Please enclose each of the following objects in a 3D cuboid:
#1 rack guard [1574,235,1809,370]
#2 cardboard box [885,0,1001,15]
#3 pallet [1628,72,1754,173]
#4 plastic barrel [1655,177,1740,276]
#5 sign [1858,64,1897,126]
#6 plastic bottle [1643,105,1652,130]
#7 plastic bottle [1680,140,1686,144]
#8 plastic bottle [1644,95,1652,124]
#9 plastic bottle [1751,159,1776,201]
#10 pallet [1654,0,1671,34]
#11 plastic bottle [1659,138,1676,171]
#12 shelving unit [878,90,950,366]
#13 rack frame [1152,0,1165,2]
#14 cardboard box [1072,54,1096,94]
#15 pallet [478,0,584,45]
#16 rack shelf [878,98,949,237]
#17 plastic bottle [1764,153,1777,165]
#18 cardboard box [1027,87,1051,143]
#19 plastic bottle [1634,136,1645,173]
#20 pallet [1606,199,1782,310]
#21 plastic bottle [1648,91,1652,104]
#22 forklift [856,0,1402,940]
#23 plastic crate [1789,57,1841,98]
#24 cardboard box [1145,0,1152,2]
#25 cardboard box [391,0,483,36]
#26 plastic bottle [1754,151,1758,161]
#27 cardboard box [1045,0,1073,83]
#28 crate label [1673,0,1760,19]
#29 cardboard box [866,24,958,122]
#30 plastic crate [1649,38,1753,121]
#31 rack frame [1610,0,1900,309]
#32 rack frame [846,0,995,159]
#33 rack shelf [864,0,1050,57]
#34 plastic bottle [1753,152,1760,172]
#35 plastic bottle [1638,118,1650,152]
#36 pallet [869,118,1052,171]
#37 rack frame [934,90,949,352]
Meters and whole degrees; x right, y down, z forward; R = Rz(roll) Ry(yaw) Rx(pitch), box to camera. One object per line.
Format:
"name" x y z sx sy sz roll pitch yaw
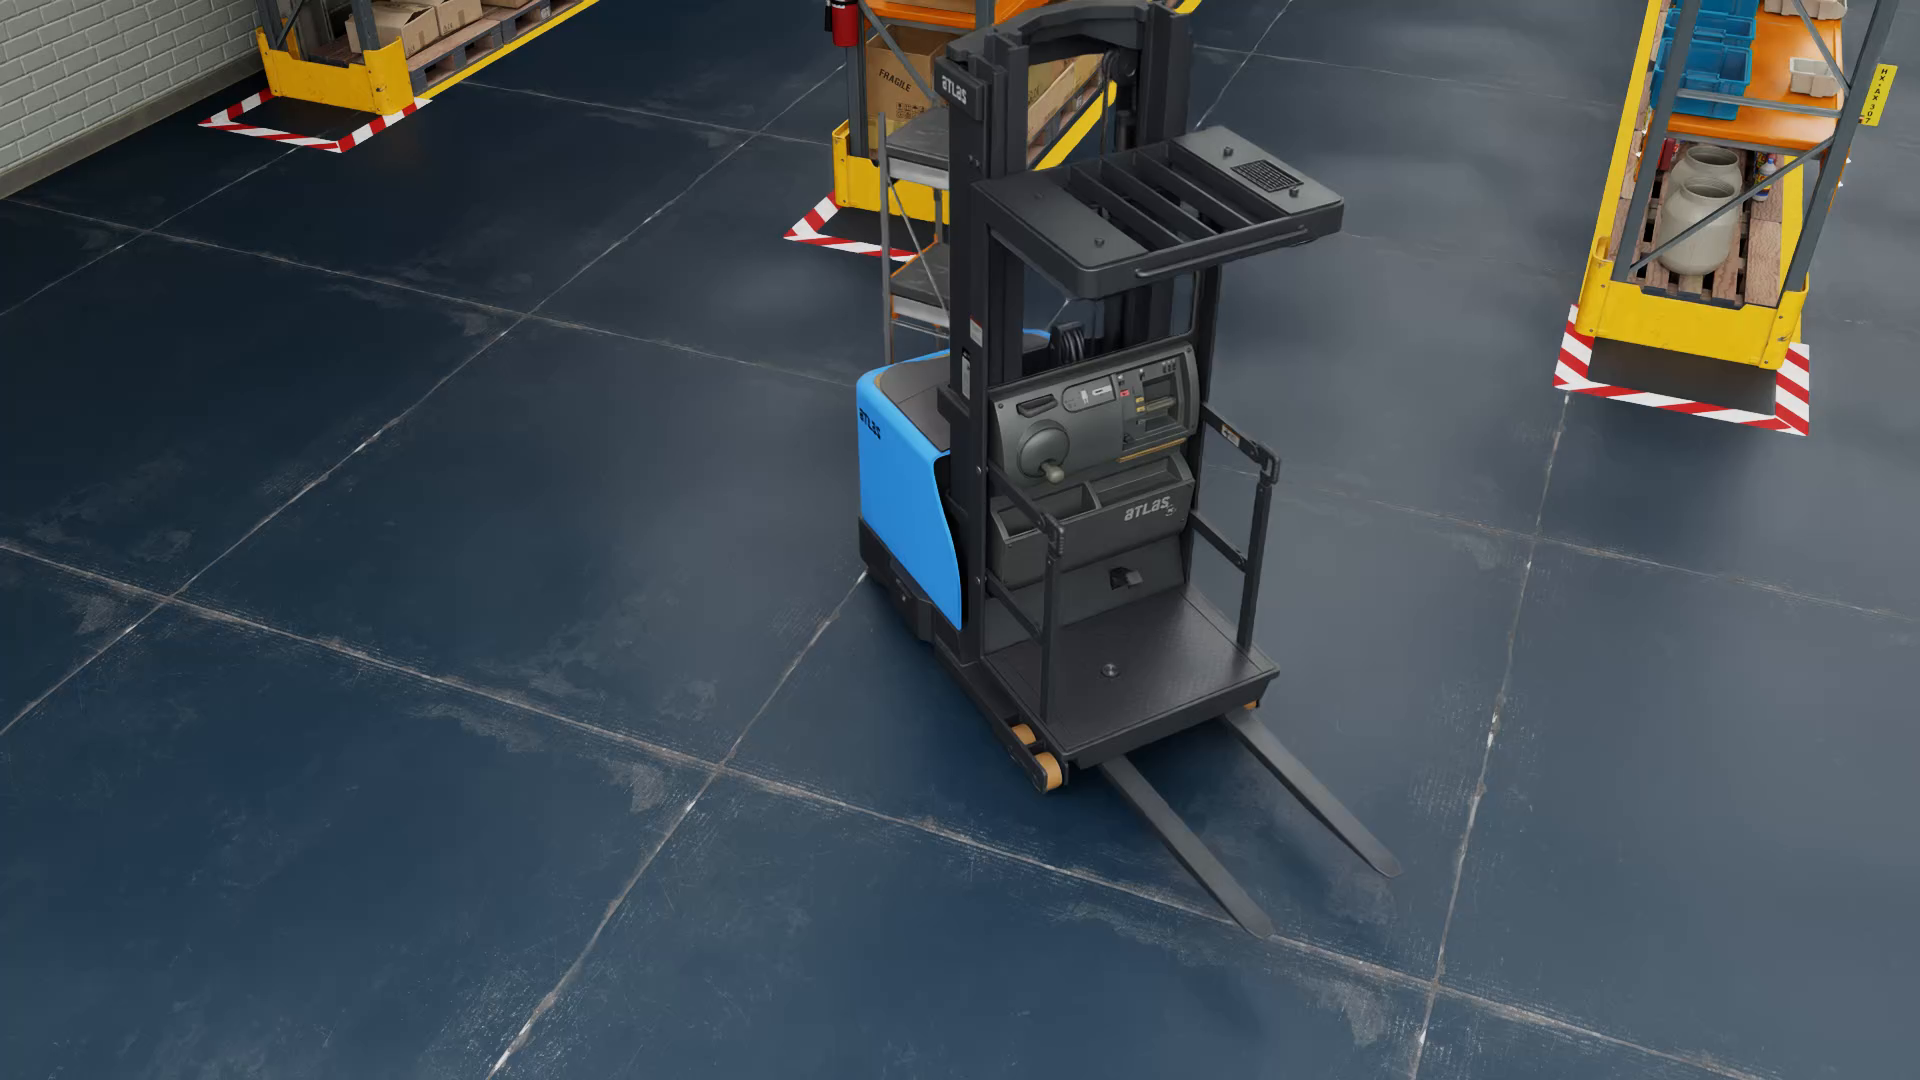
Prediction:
"rack guard" 4.300 -1.408 9.818 1.175 0.500 0.348 14 39 18
"cardboard box" -0.075 -3.783 10.823 0.700 0.500 0.500 14 39 18
"pallet" 5.543 -3.092 12.312 1.003 0.211 1.213 14 39 18
"plastic barrel" 4.495 -1.910 10.129 0.421 0.512 0.421 0 37 0
"sign" 4.822 -2.340 8.745 0.100 0.325 0.005 14 39 18
"plastic bottle" 4.912 -2.994 11.697 0.144 0.351 0.185 14 39 17
"plastic bottle" 5.059 -2.945 11.693 0.152 0.276 0.135 14 39 18
"plastic bottle" 4.973 -3.121 11.923 0.061 0.283 0.133 16 40 20
"plastic bottle" 5.293 -2.373 10.932 0.097 0.271 0.097 0 37 0
"pallet" 6.562 -4.576 14.297 1.003 0.211 1.213 14 39 18
"plastic bottle" 4.828 -2.671 11.321 0.061 0.283 0.133 14 39 18
"shelving unit" -0.067 -1.131 8.110 0.431 2.100 0.503 19 41 24
"rack frame" 1.257 -5.702 13.474 1.000 3.000 0.127 14 39 18
"cardboard box" 0.718 -3.630 12.649 0.500 0.250 0.500 14 39 18
"pallet" -4.011 -4.654 14.401 1.003 0.211 1.213 14 39 18
"rack shelf" -0.067 -1.680 7.699 0.431 0.518 0.480 19 41 24
"plastic bottle" 5.396 -2.499 11.091 0.061 0.283 0.133 14 39 18
"cardboard box" 0.332 -3.078 11.910 0.500 0.250 0.500 14 39 18
"plastic bottle" 4.636 -2.631 11.267 0.061 0.283 0.133 15 39 19
"pallet" 4.614 -1.741 10.505 1.003 0.211 1.213 14 39 18
"plastic bottle" 5.146 -3.334 12.152 0.144 0.351 0.185 15 39 19
"forklift" 0.658 -0.436 6.487 1.130 2.935 3.031 -18 40 -23
"plastic crate" 4.953 -2.673 9.643 0.298 0.136 0.250 14 39 18
"cardboard box" 1.283 -4.462 13.762 0.500 0.250 0.500 14 39 18
"cardboard box" -4.284 -4.391 13.599 0.500 0.311 0.500 17 40 21
"plastic bottle" 5.538 -2.730 11.410 0.097 0.271 0.097 0 37 0
"cardboard box" 0.512 -3.658 12.059 0.500 0.500 0.500 14 39 18
"crate label" 4.765 -3.452 10.434 0.502 0.435 0.616 14 39 18
"cardboard box" -0.336 -3.219 11.472 0.500 0.500 0.500 14 39 18
"plastic crate" 4.229 -2.642 9.506 0.499 0.251 0.616 14 39 18
"rack frame" 4.315 -2.357 8.999 1.000 3.000 0.127 14 39 18
"rack frame" -0.264 -3.487 10.511 1.000 3.000 0.127 14 39 18
"rack shelf" 0.496 -4.306 12.208 1.077 0.370 4.000 14 39 18
"plastic bottle" 5.461 -2.618 11.260 0.097 0.271 0.097 0 37 0
"plastic bottle" 4.782 -2.769 11.458 0.152 0.276 0.135 13 39 16
"pallet" -0.012 -2.803 11.926 1.003 0.211 1.213 14 39 18
"rack frame" 0.054 -1.257 8.280 0.400 2.100 0.015 19 41 24
